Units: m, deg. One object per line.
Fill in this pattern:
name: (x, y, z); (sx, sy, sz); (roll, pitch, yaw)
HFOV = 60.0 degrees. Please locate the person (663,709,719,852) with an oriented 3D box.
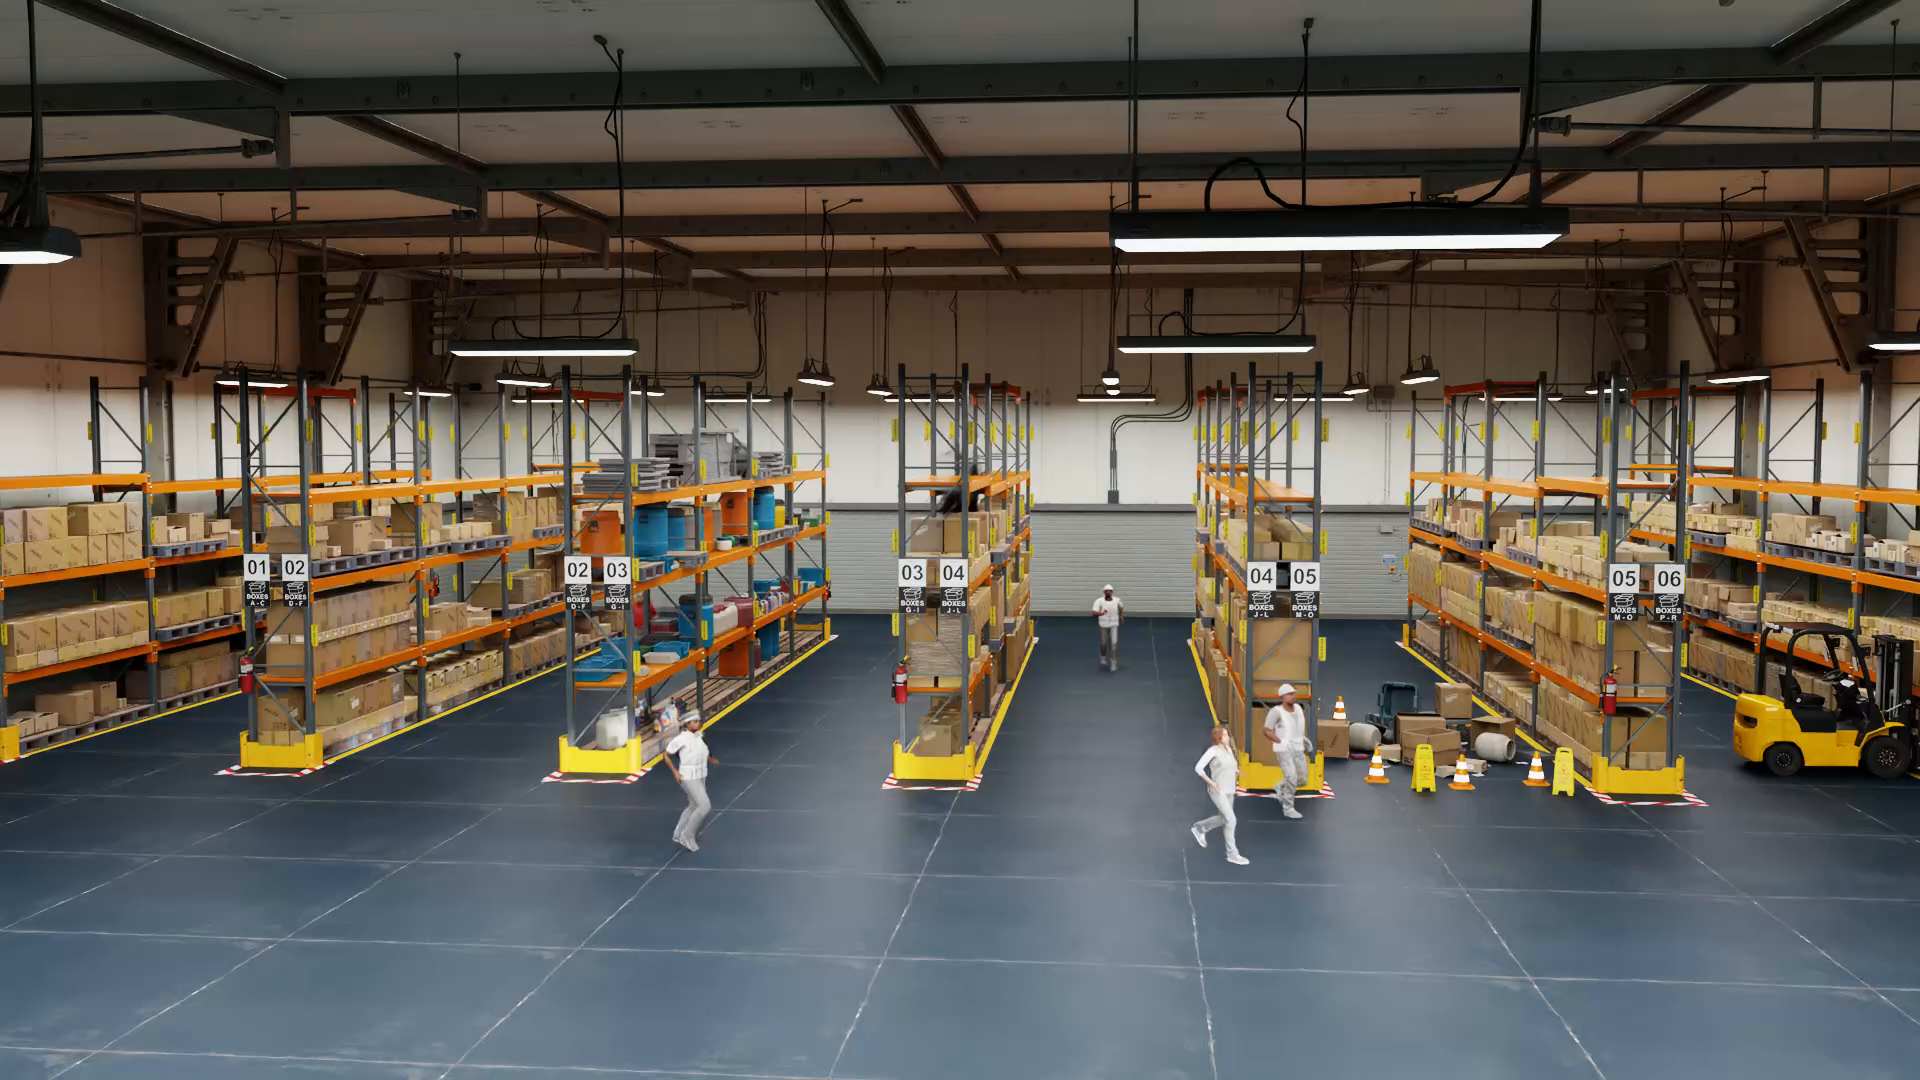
person: (-3.190, 2.879, 19.949); (0.685, 1.704, 0.540); (2, 4, 23)

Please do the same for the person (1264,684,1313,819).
person: (4.253, 2.738, 21.685); (0.705, 1.733, 0.638); (-2, 4, -31)

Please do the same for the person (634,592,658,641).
person: (-6.673, 1.929, 34.899); (0.672, 1.691, 0.679); (0, 4, -5)

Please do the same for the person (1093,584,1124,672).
person: (3.147, 1.839, 35.263); (0.683, 1.802, 0.883); (0, 4, 0)

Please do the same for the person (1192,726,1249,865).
person: (3.034, 2.956, 19.461); (0.841, 1.573, 0.547); (3, 5, 42)
